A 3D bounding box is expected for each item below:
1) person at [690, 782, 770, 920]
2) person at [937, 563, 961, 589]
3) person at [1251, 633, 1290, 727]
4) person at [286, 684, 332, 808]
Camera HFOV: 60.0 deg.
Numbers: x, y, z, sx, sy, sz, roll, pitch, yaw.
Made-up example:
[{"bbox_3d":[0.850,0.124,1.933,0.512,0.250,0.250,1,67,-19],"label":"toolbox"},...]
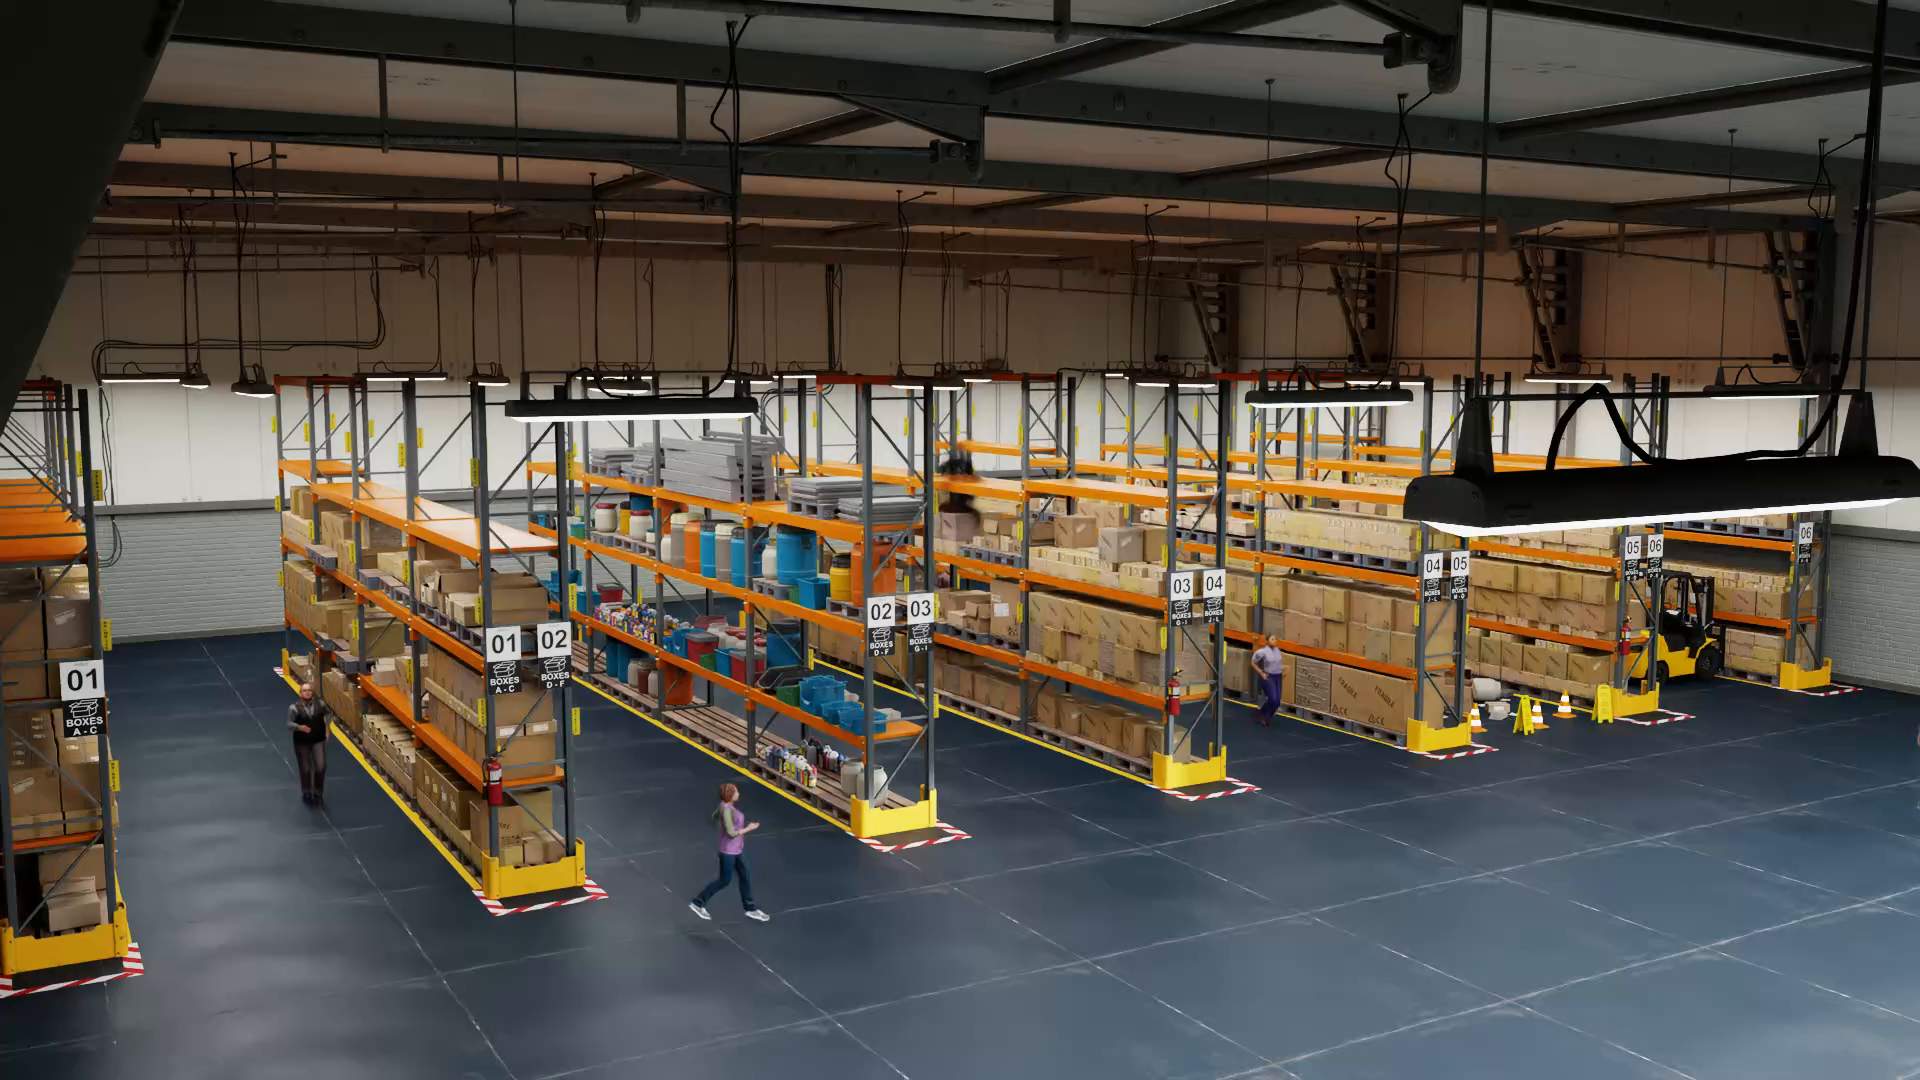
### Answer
[{"bbox_3d":[-2.578,3.486,18.576,0.878,1.596,0.533,0,6,-1],"label":"person"},{"bbox_3d":[-0.215,1.427,37.292,0.682,1.702,0.760,-2,7,-22],"label":"person"},{"bbox_3d":[5.352,2.413,28.416,0.593,1.594,0.559,-4,7,-33],"label":"person"},{"bbox_3d":[-9.190,2.914,23.545,0.637,1.770,0.682,-3,7,-27],"label":"person"}]
